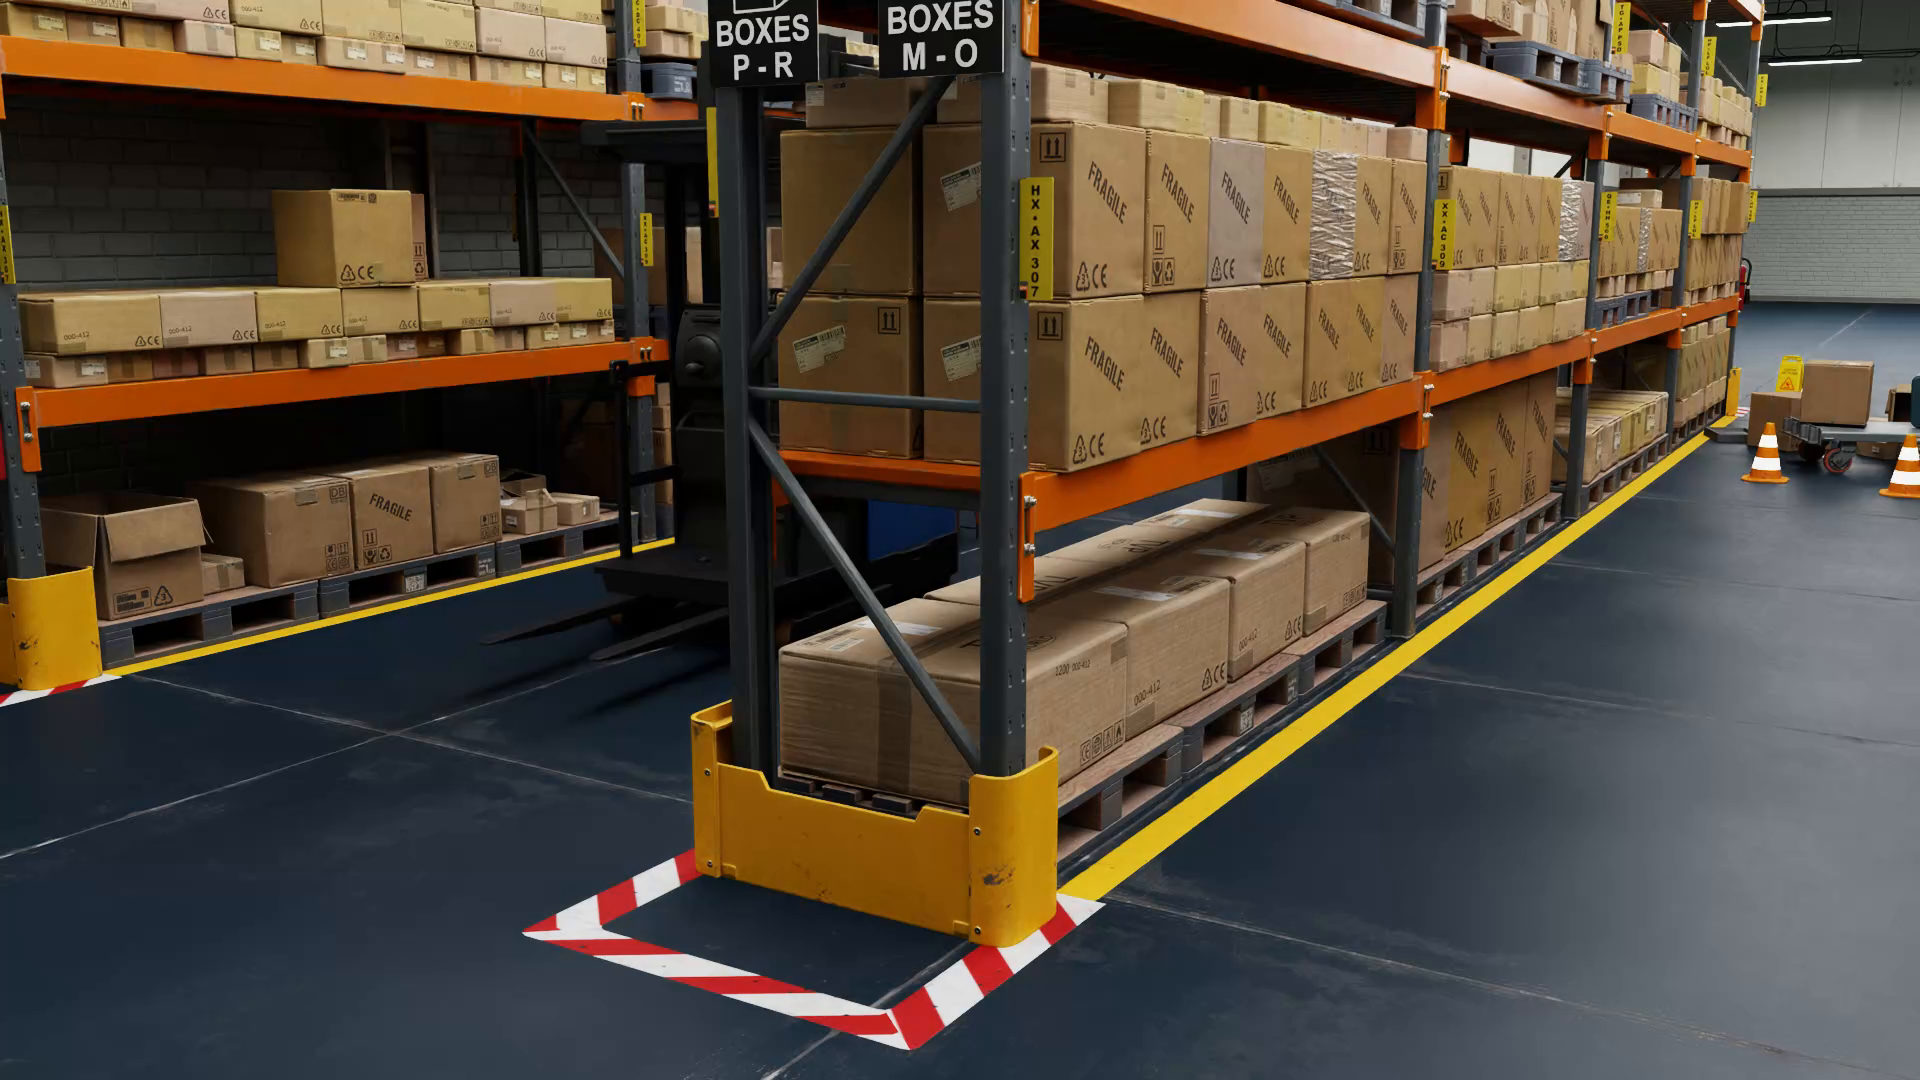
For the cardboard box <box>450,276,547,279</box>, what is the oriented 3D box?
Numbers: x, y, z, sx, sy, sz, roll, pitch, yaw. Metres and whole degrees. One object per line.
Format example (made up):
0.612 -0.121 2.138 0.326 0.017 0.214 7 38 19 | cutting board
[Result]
-2.920 -1.525 10.465 0.500 0.250 0.500 6 12 30 | cardboard box

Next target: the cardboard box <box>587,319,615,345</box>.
-2.382 -1.307 10.383 0.380 0.149 0.250 7 12 31 | cardboard box

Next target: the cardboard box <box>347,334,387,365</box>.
-3.274 -1.019 8.844 0.380 0.149 0.250 7 13 32 | cardboard box

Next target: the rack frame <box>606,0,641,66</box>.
-2.433 -4.454 10.205 1.000 3.000 0.127 6 12 31 | rack frame

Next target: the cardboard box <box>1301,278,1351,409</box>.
1.278 -0.821 6.833 0.500 0.500 0.500 6 12 30 | cardboard box

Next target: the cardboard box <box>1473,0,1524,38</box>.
2.768 -2.763 8.818 0.380 0.166 0.250 5 12 27 | cardboard box

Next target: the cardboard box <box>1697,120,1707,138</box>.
6.522 -3.702 15.021 0.380 0.149 0.250 6 12 31 | cardboard box

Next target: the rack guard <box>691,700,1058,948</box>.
-0.278 0.830 5.076 1.175 0.500 0.348 6 12 31 | rack guard

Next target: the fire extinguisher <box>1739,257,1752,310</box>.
8.495 -2.855 18.176 0.296 0.674 0.183 6 12 31 | fire extinguisher

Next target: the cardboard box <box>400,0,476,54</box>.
-3.006 -2.790 9.067 0.500 0.250 0.500 7 13 32 | cardboard box

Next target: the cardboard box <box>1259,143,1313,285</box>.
1.009 -1.233 6.317 0.500 0.500 0.500 6 12 31 | cardboard box

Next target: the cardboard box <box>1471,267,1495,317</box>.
2.528 -1.330 8.873 0.500 0.250 0.500 7 12 32 | cardboard box

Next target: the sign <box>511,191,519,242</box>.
-2.909 -2.127 10.930 0.100 0.325 0.005 6 12 31 | sign

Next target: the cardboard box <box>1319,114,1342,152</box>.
1.341 -1.658 6.824 0.380 0.149 0.250 6 12 30 | cardboard box

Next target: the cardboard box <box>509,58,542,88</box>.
-2.643 -2.692 9.626 0.380 0.149 0.250 7 13 33 | cardboard box

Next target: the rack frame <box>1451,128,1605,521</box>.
3.888 -1.661 11.587 1.000 3.000 0.127 6 12 31 | rack frame

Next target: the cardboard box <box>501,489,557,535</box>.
-2.656 -0.196 10.052 0.396 0.266 0.258 7 13 33 | cardboard box

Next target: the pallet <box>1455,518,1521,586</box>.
2.780 0.018 10.199 1.003 0.211 1.213 6 12 31 | pallet

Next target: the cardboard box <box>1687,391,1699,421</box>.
6.770 -1.297 15.974 0.500 0.250 0.500 7 13 34 | cardboard box

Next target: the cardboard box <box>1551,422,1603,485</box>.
4.190 -0.663 12.260 0.950 0.372 0.625 5 12 27 | cardboard box

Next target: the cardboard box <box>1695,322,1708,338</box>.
7.021 -2.037 16.126 0.380 0.149 0.250 7 13 34 | cardboard box

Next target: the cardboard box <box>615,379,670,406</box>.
-2.071 -0.985 11.057 0.380 0.149 0.250 6 12 30 | cardboard box

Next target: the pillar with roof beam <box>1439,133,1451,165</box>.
12.575 -7.794 28.044 9.100 9.000 0.548 6 12 31 | pillar with roof beam

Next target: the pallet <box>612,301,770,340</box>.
-1.924 -1.526 11.390 1.003 0.211 1.213 6 12 31 | pallet

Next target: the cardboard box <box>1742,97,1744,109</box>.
7.952 -4.543 17.349 0.380 0.149 0.250 7 12 32 | cardboard box

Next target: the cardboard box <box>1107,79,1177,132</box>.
0.464 -1.369 5.279 0.380 0.149 0.250 7 13 32 | cardboard box

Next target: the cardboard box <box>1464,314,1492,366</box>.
2.533 -1.083 8.911 0.500 0.250 0.500 6 12 29 | cardboard box

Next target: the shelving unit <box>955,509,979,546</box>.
-0.028 -0.508 10.727 0.215 1.050 0.252 6 12 31 | shelving unit

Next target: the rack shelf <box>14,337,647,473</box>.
-3.471 -0.837 9.143 1.077 0.370 4.000 6 12 31 | rack shelf

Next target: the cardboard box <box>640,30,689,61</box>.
-1.938 -3.121 10.504 0.380 0.149 0.250 7 12 32 | cardboard box

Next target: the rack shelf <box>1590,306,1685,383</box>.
4.927 -1.621 13.333 1.077 0.370 4.000 6 12 31 | rack shelf

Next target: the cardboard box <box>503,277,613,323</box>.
-2.489 -1.474 10.191 0.500 0.250 0.500 7 13 32 | cardboard box

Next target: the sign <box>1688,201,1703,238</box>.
6.441 -2.806 14.561 0.100 0.325 0.005 6 12 31 | sign

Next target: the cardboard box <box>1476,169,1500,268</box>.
2.526 -1.696 8.790 0.500 0.500 0.500 6 12 30 | cardboard box

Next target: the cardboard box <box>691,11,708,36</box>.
-1.825 -3.312 10.716 0.380 0.149 0.250 7 12 32 | cardboard box

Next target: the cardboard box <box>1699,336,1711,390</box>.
7.041 -1.747 16.341 0.500 0.500 0.500 7 13 34 | cardboard box

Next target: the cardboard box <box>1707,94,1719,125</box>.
6.687 -3.962 15.326 0.500 0.250 0.500 6 12 30 | cardboard box

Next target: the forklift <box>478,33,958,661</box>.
-1.127 -0.995 8.217 1.130 2.935 3.031 5 12 26 | forklift

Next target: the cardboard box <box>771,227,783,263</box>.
-1.314 -2.020 12.095 0.700 0.500 0.500 6 12 30 | cardboard box

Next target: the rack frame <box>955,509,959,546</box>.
-0.091 -0.488 10.625 0.200 1.050 0.008 6 12 31 | rack frame

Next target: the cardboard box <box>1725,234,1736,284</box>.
7.732 -2.924 17.256 0.500 0.500 0.500 6 12 31 | cardboard box

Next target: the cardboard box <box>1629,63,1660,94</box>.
5.253 -3.632 13.232 0.500 0.250 0.500 7 12 31 | cardboard box

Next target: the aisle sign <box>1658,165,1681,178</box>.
7.809 -4.236 18.279 0.394 0.787 0.004 6 12 31 | aisle sign

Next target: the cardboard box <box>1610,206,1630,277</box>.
4.584 -2.194 12.213 0.500 0.500 0.500 7 13 34 | cardboard box

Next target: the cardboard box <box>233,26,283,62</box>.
-3.537 -2.409 8.113 0.380 0.149 0.250 6 12 31 | cardboard box

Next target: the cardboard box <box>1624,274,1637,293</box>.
5.097 -2.026 13.083 0.380 0.149 0.250 7 13 32 | cardboard box

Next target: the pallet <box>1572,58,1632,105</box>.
3.599 -2.936 10.760 1.213 0.211 1.003 7 13 33 | pallet

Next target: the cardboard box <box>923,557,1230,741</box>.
0.460 0.393 6.442 0.875 0.438 0.875 7 13 32 | cardboard box

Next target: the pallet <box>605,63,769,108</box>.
-2.034 -2.983 11.010 1.213 0.211 1.003 6 12 31 | pallet

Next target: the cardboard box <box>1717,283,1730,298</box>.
7.735 -2.584 17.202 0.380 0.149 0.250 7 12 32 | cardboard box

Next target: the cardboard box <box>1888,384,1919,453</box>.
8.815 -1.092 14.967 0.797 0.637 0.503 6 12 31 | cardboard box

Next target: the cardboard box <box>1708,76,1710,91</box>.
6.518 -4.095 14.952 0.380 0.149 0.250 7 13 32 | cardboard box

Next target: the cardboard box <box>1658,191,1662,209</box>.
5.572 -2.806 13.724 0.380 0.149 0.250 6 12 29 | cardboard box
